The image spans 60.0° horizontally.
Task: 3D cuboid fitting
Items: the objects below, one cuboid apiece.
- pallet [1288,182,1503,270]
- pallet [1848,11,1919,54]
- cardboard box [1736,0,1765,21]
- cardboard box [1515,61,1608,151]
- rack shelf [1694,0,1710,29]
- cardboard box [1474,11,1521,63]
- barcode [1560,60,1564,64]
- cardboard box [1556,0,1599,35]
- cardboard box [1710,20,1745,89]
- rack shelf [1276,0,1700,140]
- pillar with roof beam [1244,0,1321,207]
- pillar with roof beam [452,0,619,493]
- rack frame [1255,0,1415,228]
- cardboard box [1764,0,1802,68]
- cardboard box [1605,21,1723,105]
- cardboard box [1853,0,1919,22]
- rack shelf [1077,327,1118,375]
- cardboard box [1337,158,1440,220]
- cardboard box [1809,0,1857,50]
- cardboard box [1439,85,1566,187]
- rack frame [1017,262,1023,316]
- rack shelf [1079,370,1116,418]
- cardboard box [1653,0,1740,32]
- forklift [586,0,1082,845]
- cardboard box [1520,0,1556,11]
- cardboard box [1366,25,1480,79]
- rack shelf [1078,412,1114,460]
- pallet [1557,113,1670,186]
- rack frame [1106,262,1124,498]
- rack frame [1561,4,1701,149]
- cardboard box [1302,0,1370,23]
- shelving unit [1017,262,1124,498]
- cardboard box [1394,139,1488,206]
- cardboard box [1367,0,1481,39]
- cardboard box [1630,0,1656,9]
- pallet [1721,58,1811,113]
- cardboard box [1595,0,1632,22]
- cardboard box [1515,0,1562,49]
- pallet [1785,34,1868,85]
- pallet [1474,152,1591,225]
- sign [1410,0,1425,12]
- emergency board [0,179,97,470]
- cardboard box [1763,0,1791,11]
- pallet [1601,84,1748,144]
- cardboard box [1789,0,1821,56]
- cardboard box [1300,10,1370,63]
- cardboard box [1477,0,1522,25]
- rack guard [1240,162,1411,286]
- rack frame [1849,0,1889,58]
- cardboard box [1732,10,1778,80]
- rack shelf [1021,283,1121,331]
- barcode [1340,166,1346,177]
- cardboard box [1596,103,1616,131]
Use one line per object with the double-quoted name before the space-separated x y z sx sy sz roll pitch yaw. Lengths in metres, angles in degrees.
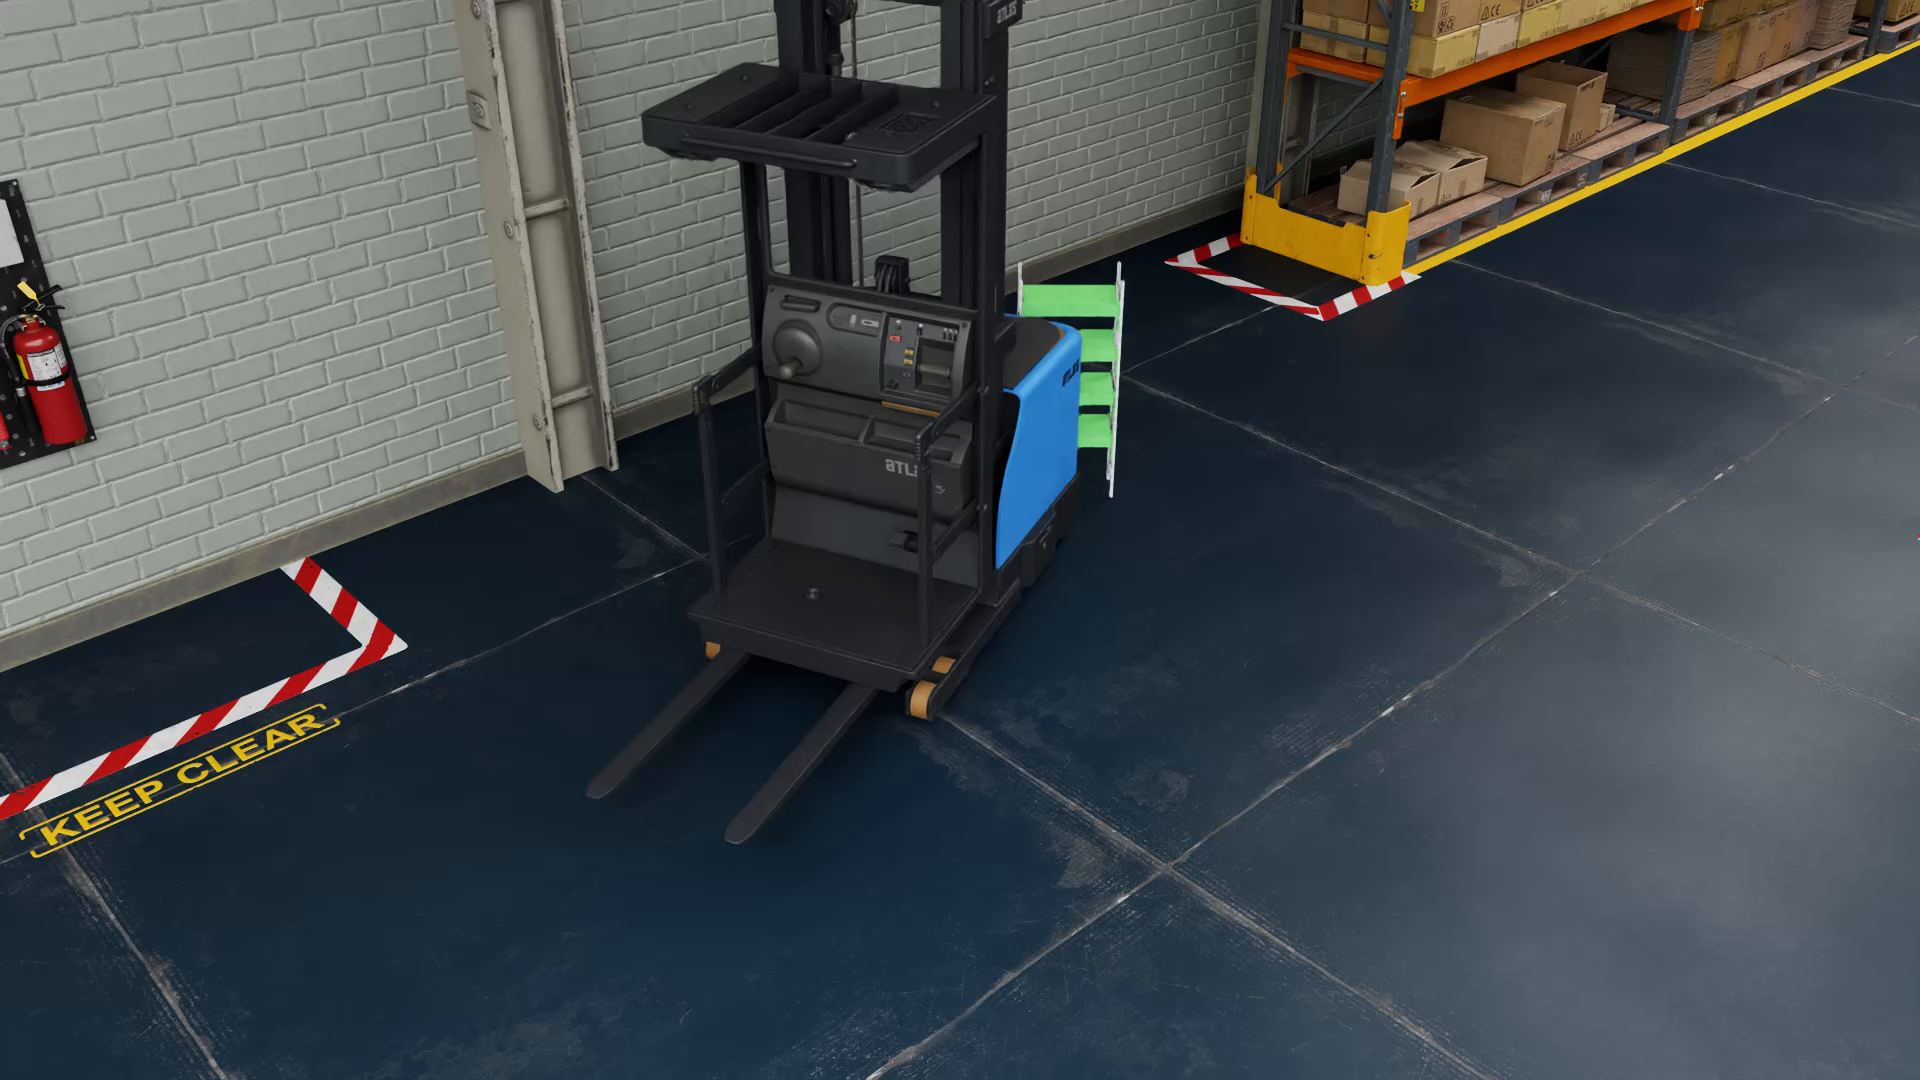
"pallet" 3.085 -2.314 11.832 1.213 0.211 1.003 -26 40 -35
"pallet" 8.905 -5.101 16.390 1.213 0.211 1.003 -26 40 -35
"cardboard box" 6.570 -4.673 14.273 0.500 0.250 0.500 -27 41 -37
"cardboard box" 4.609 -3.359 12.842 0.500 0.500 0.500 26 40 35
"rack shelf" 6.809 -5.024 14.280 4.000 0.370 1.077 -26 40 -35
"cardboard box" 3.354 -3.388 11.040 0.500 0.250 0.500 -27 41 -37
"barcode" 4.783 -3.779 13.223 0.075 0.075 0.001 -26 40 -35
"cardboard box" 4.104 -3.745 11.624 0.500 0.250 0.500 -25 40 -35
"cardboard box" 6.216 -4.212 14.238 0.500 0.500 0.700 -27 40 -36
"rack shelf" 3.876 -3.605 11.959 4.000 0.370 1.077 -26 40 -35
"pillar with roof beam" 5.262 -4.694 7.300 0.400 9.000 9.100 -26 40 -35
"pillar with roof beam" 0.862 -2.566 3.820 0.400 9.000 9.100 -26 40 -35
"rack frame" 2.409 -3.202 10.612 0.127 3.000 1.000 -26 40 -35
"cardboard box" 6.981 -4.560 14.807 0.500 0.500 0.700 -26 40 -36
"cardboard box" 5.871 -4.010 13.906 0.500 0.500 0.700 -24 39 -34
"cardboard box" 8.904 -5.513 16.048 0.750 0.750 0.750 -26 40 -36
"rack shelf" 0.539 -0.944 8.305 0.480 0.148 0.258 0 32 0
"cardboard box" 2.978 -2.454 11.543 0.500 0.311 0.500 24 39 34
"cardboard box" 7.783 -4.886 15.339 0.500 0.500 0.700 -25 39 -35
"cardboard box" 3.968 -2.978 12.219 0.700 0.500 0.500 26 40 36
"rack frame" 0.295 -0.795 8.398 0.015 1.200 0.240 0 32 0
"rack shelf" 0.539 -0.740 8.431 0.480 0.148 0.258 0 32 0
"cardboard box" 6.192 -4.487 13.968 0.500 0.250 0.500 -27 40 -36
"forklift" -0.479 -0.749 6.665 1.130 2.935 3.031 13 34 21
"cardboard box" 3.716 -3.873 11.115 0.500 0.500 0.500 -27 41 -37
"cardboard box" 2.983 -3.198 10.730 0.500 0.250 0.500 -27 41 -37
"rack shelf" 0.539 -0.536 8.557 0.480 0.148 0.258 0 32 0
"pallet" 4.874 -3.180 13.248 1.213 0.211 1.003 -26 40 -35
"rack frame" 0.783 -0.794 8.396 0.015 1.200 0.240 0 32 0
"rack frame" 5.342 -4.621 12.932 0.127 3.000 1.000 -26 40 -35
"cardboard box" 2.610 -3.715 10.856 0.500 0.500 0.500 -26 40 -36
"shelving unit" 0.539 -0.794 8.397 0.503 1.200 0.258 0 32 0
"cardboard box" 3.396 -2.656 11.874 0.500 0.311 0.500 -22 38 -32
"cardboard box" 2.964 -3.521 10.539 0.500 0.500 0.500 -26 40 -35
"cardboard box" 4.830 -4.108 12.217 0.500 0.250 0.500 -26 40 -35
"pallet" 6.807 -4.143 14.823 1.213 0.211 1.003 -26 40 -35
"cardboard box" 4.472 -3.924 11.916 0.500 0.250 0.500 -26 40 -36
"cardboard box" 3.732 -3.566 11.332 0.500 0.250 0.500 -27 40 -36
"pallet" 7.702 -4.574 15.527 1.213 0.211 1.003 -26 40 -35
"pallet" 3.979 -2.745 12.536 1.213 0.211 1.003 -26 40 -35
"sign" 2.778 -3.364 10.046 0.005 0.325 0.100 -26 40 -35
"emergency board" -3.903 -0.791 6.669 0.643 1.169 0.194 -26 40 -35
"cardboard box" 6.949 -4.843 14.551 0.500 0.250 0.500 -26 40 -36
"pallet" 5.912 -3.708 14.112 1.213 0.211 1.003 -26 40 -35
"cardboard box" 7.326 -4.748 15.113 0.500 0.500 0.700 -26 40 -36
"cardboard box" 2.620 -3.387 11.038 0.500 0.250 0.500 -25 39 -35
"cardboard box" 3.333 -3.693 10.819 0.500 0.500 0.500 -26 40 -35
"rack guard" 2.465 -2.163 11.308 0.348 0.500 1.175 -26 40 -35
"rack frame" 8.276 -6.040 15.252 0.127 3.000 1.000 -26 40 -35
"cardboard box" 6.617 -4.378 14.508 0.500 0.500 0.700 -25 40 -35
"rack shelf" 0.539 -1.148 8.179 0.480 0.148 0.258 0 32 0
"barcode" 2.719 -2.617 11.802 0.075 0.075 0.001 -26 40 -35
"cardboard box" 4.971 -3.399 13.227 0.380 0.166 0.250 23 38 33
